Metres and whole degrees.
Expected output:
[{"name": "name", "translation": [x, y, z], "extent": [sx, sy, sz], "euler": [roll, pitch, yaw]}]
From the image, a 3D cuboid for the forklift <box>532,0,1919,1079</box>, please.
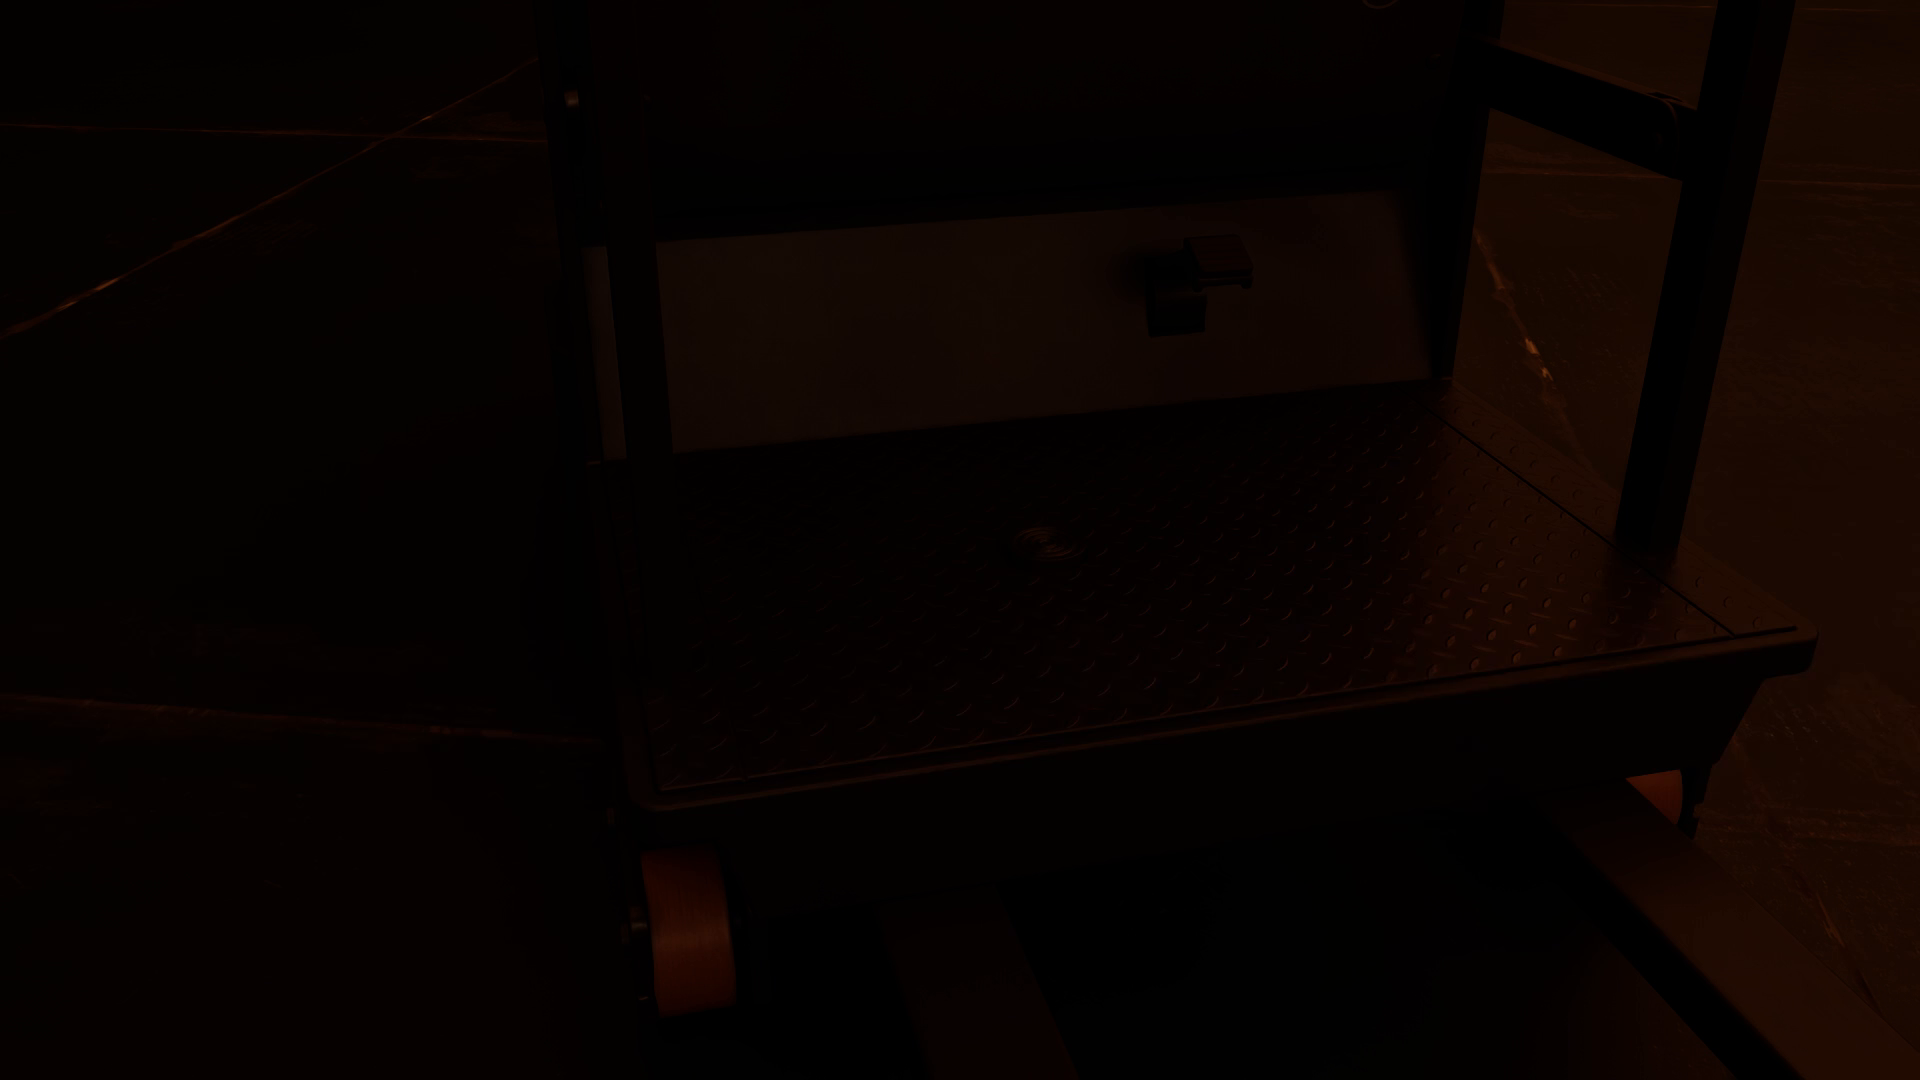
[{"name": "forklift", "translation": [0.153, -1.049, 1.319], "extent": [1.130, 2.935, 3.031], "euler": [-7, 27, -13]}]
